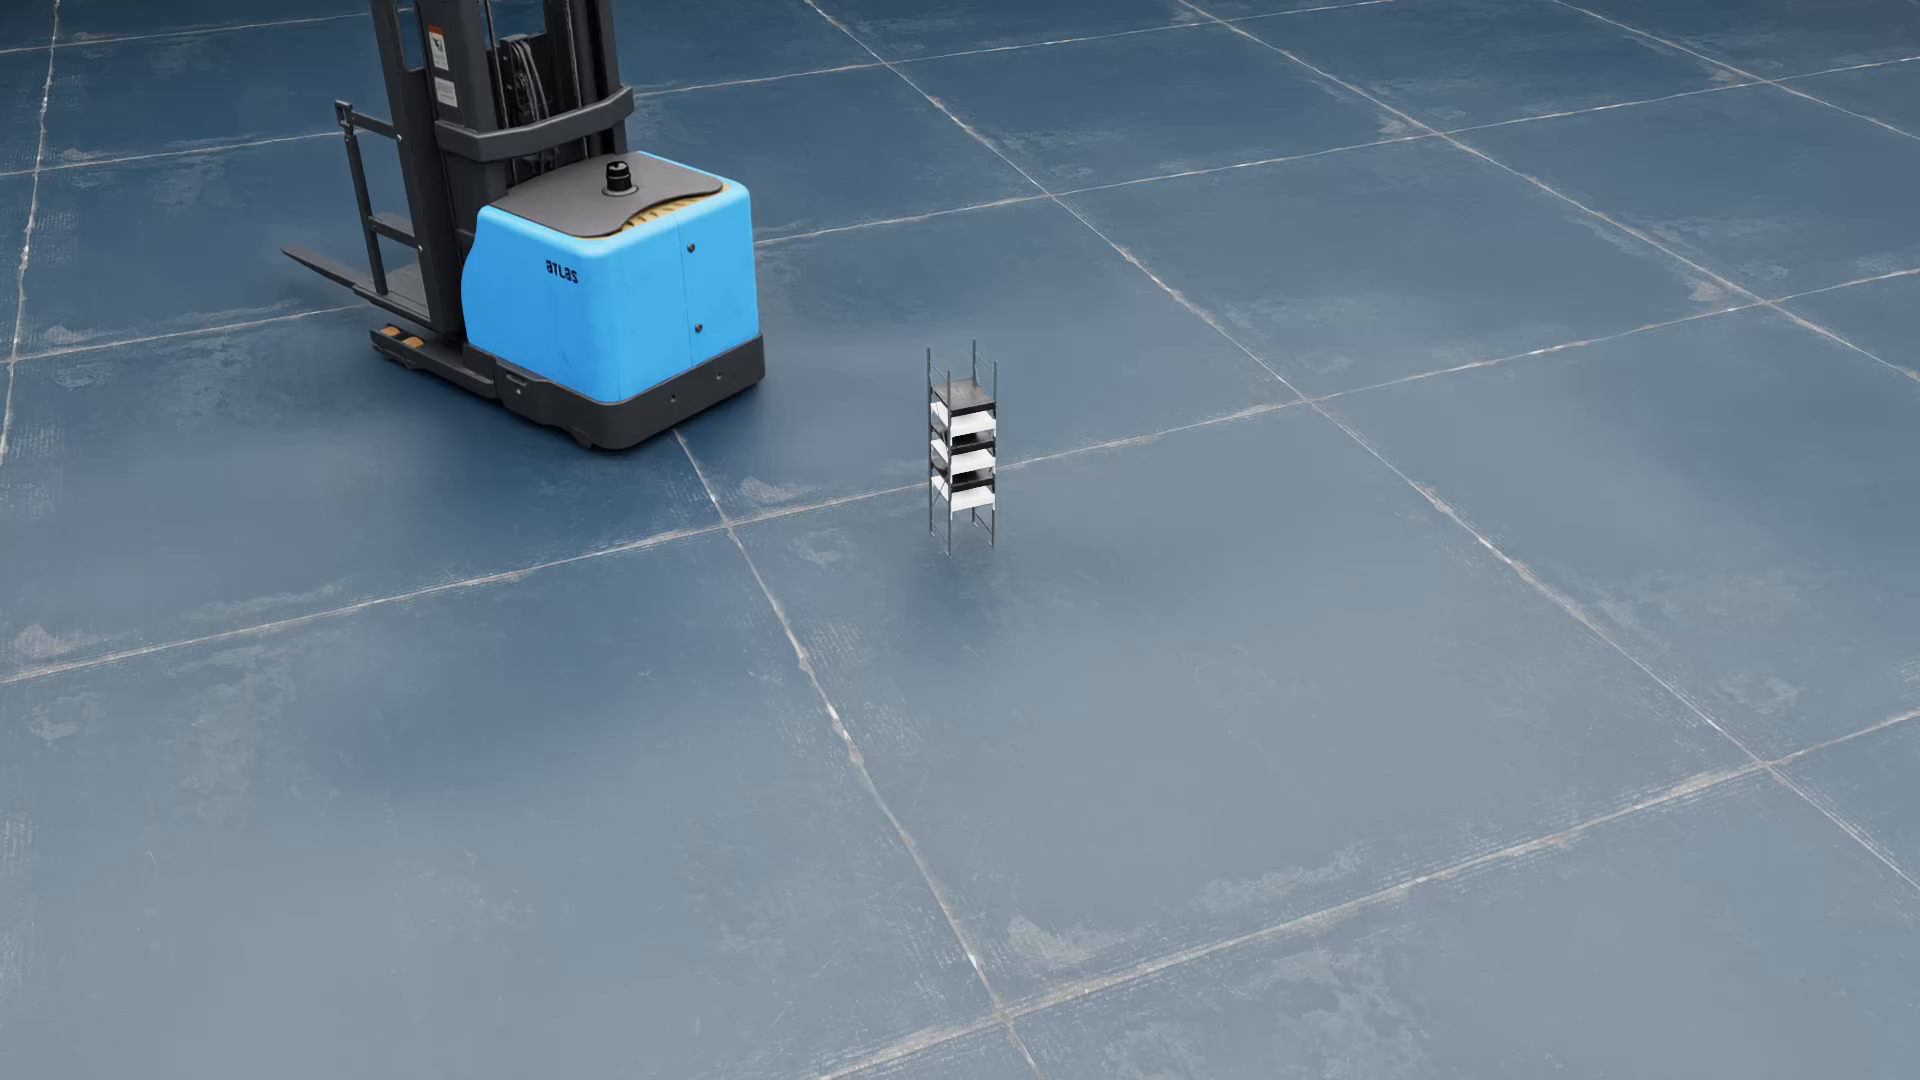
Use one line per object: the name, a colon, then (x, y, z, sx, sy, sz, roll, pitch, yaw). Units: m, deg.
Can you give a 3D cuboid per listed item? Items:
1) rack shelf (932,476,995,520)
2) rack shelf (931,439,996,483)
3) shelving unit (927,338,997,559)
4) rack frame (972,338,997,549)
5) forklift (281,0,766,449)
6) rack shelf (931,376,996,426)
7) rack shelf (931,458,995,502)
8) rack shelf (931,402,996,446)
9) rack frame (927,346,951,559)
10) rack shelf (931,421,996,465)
rack shelf: (0.007, -0.200, 7.124, 0.200, 0.077, 0.258, -13, 35, -19)
rack shelf: (0.007, -0.351, 7.025, 0.200, 0.077, 0.258, -13, 35, -19)
shelving unit: (0.007, -0.379, 7.007, 0.210, 0.900, 0.258, -13, 35, -19)
rack frame: (0.101, -0.400, 7.040, 0.006, 0.900, 0.240, -13, 35, -19)
forklift: (-2.445, -2.309, 8.111, 3.031, 2.935, 1.130, 24, 40, 32)
rack shelf: (0.007, -0.577, 6.878, 0.200, 0.077, 0.258, -13, 35, -19)
rack shelf: (0.007, -0.276, 7.074, 0.200, 0.077, 0.258, -13, 35, -19)
rack shelf: (0.007, -0.502, 6.927, 0.200, 0.077, 0.258, -13, 35, -19)
rack frame: (-0.086, -0.357, 6.974, 0.006, 0.900, 0.240, -13, 35, -19)
rack shelf: (0.007, -0.426, 6.976, 0.200, 0.077, 0.258, -13, 35, -19)
